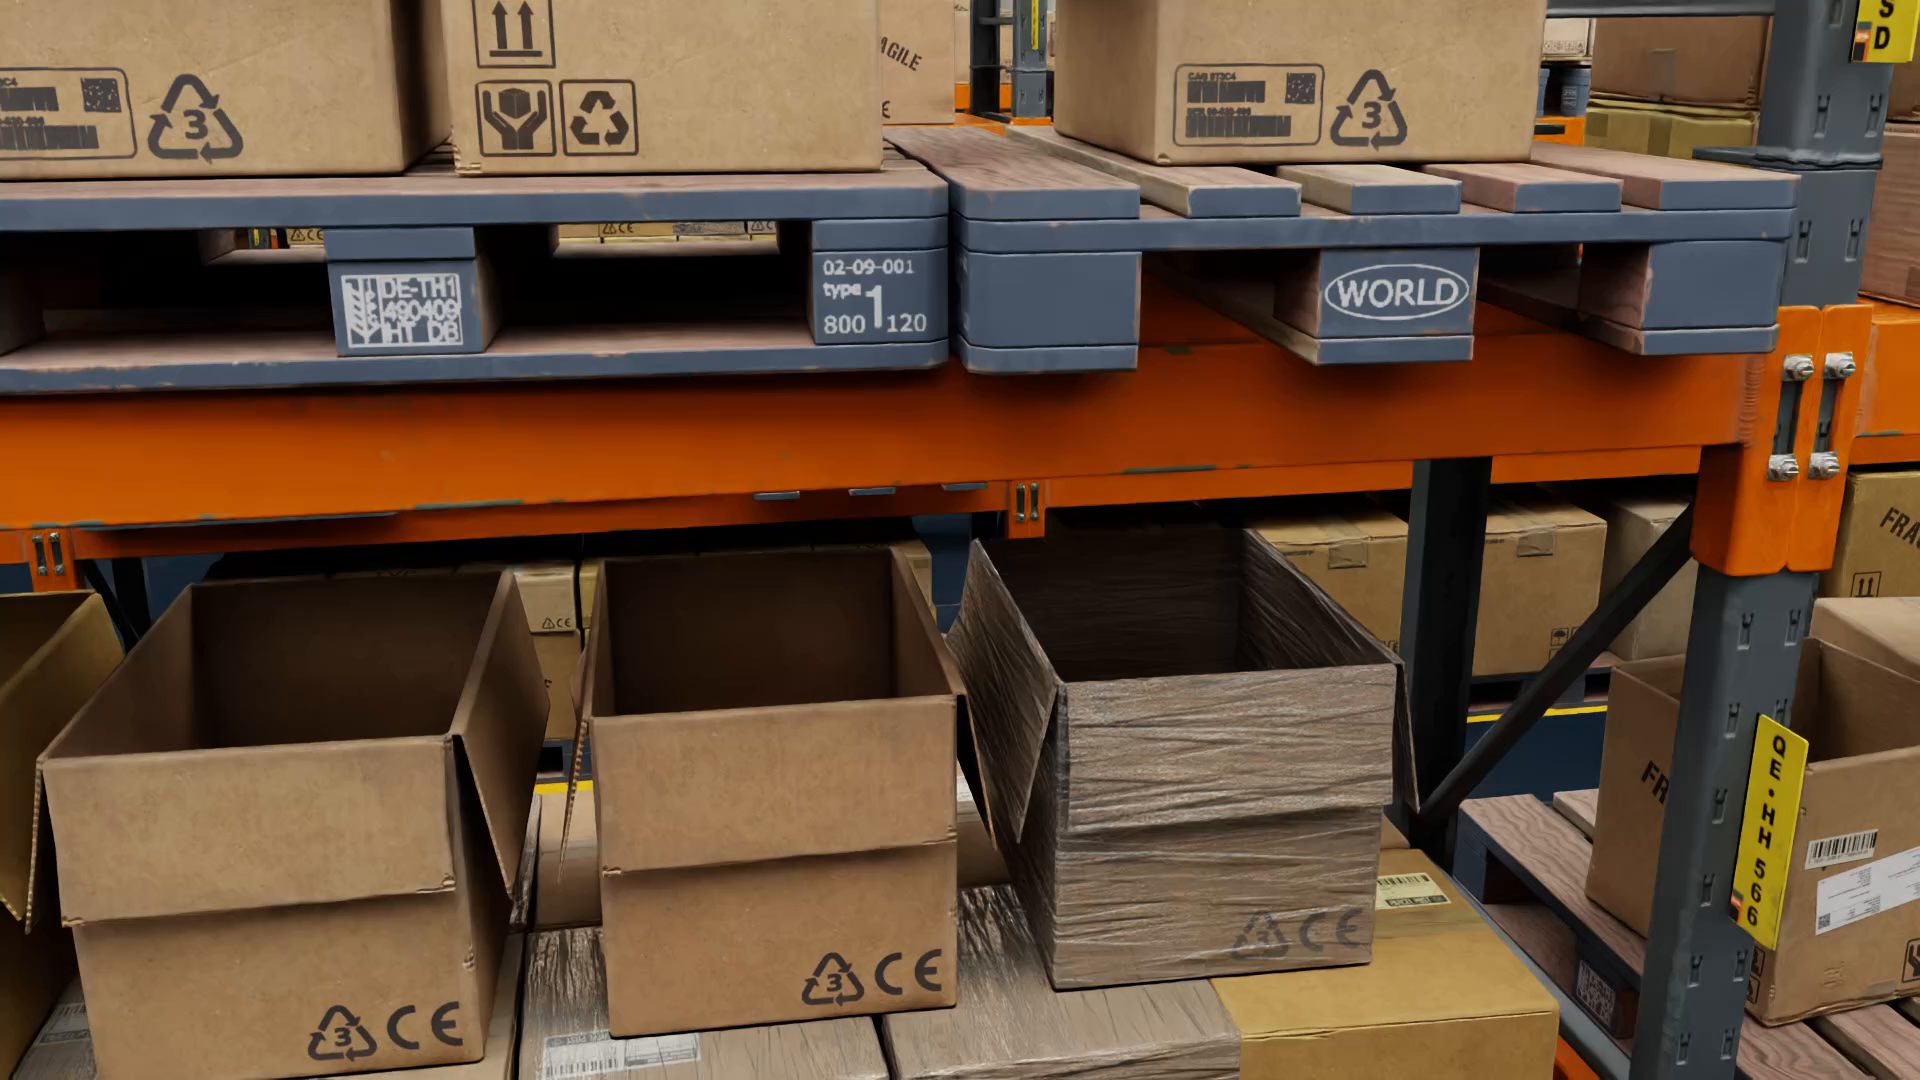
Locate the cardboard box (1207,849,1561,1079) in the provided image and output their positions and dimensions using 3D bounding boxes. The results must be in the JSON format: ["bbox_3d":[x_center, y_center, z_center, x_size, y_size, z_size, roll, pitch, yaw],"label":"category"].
[{"bbox_3d":[0.605,0.862,2.725,0.500,0.500,0.500,-3,17,-9],"label":"cardboard box"}]

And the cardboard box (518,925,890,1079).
[{"bbox_3d":[-0.395,0.918,2.543,0.500,0.500,0.500,-4,17,-12],"label":"cardboard box"}]

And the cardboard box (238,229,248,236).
[{"bbox_3d":[-5.278,-2.392,11.617,0.500,0.500,0.500,-3,17,-10],"label":"cardboard box"}]

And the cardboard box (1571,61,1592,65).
[{"bbox_3d":[4.725,-3.575,12.662,0.250,0.149,0.380,-4,17,-12],"label":"cardboard box"}]

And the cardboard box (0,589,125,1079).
[{"bbox_3d":[-1.583,0.434,2.411,0.637,0.503,0.797,-3,17,-10],"label":"cardboard box"}]

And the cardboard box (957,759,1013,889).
[{"bbox_3d":[0.008,0.742,3.118,0.500,0.500,0.500,-4,17,-12],"label":"cardboard box"}]

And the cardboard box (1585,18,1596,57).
[{"bbox_3d":[2.958,-2.325,7.535,0.500,0.250,0.500,-3,17,-11],"label":"cardboard box"}]

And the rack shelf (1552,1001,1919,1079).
[{"bbox_3d":[3.006,1.044,3.530,4.000,0.370,1.077,-3,17,-10],"label":"rack shelf"}]

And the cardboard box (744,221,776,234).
[{"bbox_3d":[-1.295,-2.467,11.862,0.500,0.500,0.500,-4,17,-12],"label":"cardboard box"}]

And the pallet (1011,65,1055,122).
[{"bbox_3d":[0.823,-2.019,7.489,1.003,0.211,1.213,-2,17,-8],"label":"pallet"}]

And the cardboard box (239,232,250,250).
[{"bbox_3d":[-5.275,-1.920,11.783,0.500,0.500,0.500,-3,17,-9],"label":"cardboard box"}]

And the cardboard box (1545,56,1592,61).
[{"bbox_3d":[4.573,-3.774,12.630,0.500,0.250,0.500,-3,17,-10],"label":"cardboard box"}]

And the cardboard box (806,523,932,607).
[{"bbox_3d":[-0.421,0.125,7.560,0.500,0.250,0.500,-4,17,-12],"label":"cardboard box"}]

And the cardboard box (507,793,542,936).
[{"bbox_3d":[-0.986,0.798,2.933,0.500,0.500,0.500,-3,17,-10],"label":"cardboard box"}]

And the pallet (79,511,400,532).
[{"bbox_3d":[-2.949,-0.310,7.040,1.213,0.211,1.003,-3,17,-10],"label":"pallet"}]

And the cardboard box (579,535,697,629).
[{"bbox_3d":[-1.417,0.180,7.381,0.500,0.250,0.500,-3,17,-9],"label":"cardboard box"}]

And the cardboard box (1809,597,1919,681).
[{"bbox_3d":[2.094,0.461,3.316,0.500,0.500,0.700,-1,17,-2],"label":"cardboard box"}]

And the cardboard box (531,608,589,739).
[{"bbox_3d":[-1.920,0.565,7.405,0.500,0.500,0.500,-3,17,-9],"label":"cardboard box"}]

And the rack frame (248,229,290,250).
[{"bbox_3d":[-4.765,-1.823,11.637,0.127,3.000,1.000,-3,17,-10],"label":"rack frame"}]

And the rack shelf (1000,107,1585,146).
[{"bbox_3d":[2.165,-1.826,7.763,4.000,0.370,1.077,-3,17,-10],"label":"rack shelf"}]

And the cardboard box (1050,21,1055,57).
[{"bbox_3d":[0.559,-2.159,7.166,0.250,0.149,0.380,-4,18,-13],"label":"cardboard box"}]

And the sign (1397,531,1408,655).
[{"bbox_3d":[0.930,0.140,3.411,0.005,0.325,0.100,-3,17,-10],"label":"sign"}]

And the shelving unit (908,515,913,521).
[{"bbox_3d":[0.007,-0.717,10.593,0.755,1.500,0.431,-3,17,-10],"label":"shelving unit"}]

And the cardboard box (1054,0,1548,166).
[{"bbox_3d":[0.457,-0.818,2.366,0.637,0.503,0.797,-2,17,-7],"label":"cardboard box"}]

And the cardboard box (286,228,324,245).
[{"bbox_3d":[-4.278,-2.290,11.286,0.500,0.500,0.500,-3,17,-10],"label":"cardboard box"}]

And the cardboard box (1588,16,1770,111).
[{"bbox_3d":[1.464,-1.008,2.854,0.500,0.500,0.500,-3,17,-9],"label":"cardboard box"}]

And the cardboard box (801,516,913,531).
[{"bbox_3d":[-0.522,-0.020,8.032,0.500,0.250,0.500,-4,18,-13],"label":"cardboard box"}]

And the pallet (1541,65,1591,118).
[{"bbox_3d":[3.237,-2.124,7.836,1.217,0.209,0.805,-4,18,-13],"label":"pallet"}]

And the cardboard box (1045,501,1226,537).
[{"bbox_3d":[0.816,0.243,8.030,0.750,0.750,1.050,-3,17,-11],"label":"cardboard box"}]

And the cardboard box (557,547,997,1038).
[{"bbox_3d":[-0.319,0.356,2.666,0.637,0.503,0.797,-3,17,-9],"label":"cardboard box"}]

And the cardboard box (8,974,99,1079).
[{"bbox_3d":[-1.401,0.977,2.352,0.500,0.500,0.500,-4,17,-12],"label":"cardboard box"}]

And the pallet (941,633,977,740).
[{"bbox_3d":[-0.567,0.752,8.004,1.213,0.211,1.003,-3,17,-10],"label":"pallet"}]

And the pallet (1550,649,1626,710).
[{"bbox_3d":[3.385,0.551,8.659,1.213,0.211,1.003,-3,17,-10],"label":"pallet"}]

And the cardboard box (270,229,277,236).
[{"bbox_3d":[-6.477,-3.001,15.900,0.250,0.149,0.380,-3,17,-9],"label":"cardboard box"}]

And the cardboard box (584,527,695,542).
[{"bbox_3d":[-1.508,0.032,7.863,0.500,0.250,0.500,-3,17,-10],"label":"cardboard box"}]

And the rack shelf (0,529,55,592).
[{"bbox_3d":[-5.690,0.054,6.753,4.000,0.370,1.077,-3,17,-10],"label":"rack shelf"}]

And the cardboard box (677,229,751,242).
[{"bbox_3d":[-1.767,-2.083,11.888,0.500,0.250,0.500,-4,17,-12],"label":"cardboard box"}]

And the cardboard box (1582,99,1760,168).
[{"bbox_3d":[1.463,-0.648,2.959,0.500,0.250,0.500,-3,17,-10],"label":"cardboard box"}]

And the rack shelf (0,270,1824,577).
[{"bbox_3d":[-0.921,-0.167,2.364,4.000,0.370,1.077,-3,17,-10],"label":"rack shelf"}]

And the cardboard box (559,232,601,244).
[{"bbox_3d":[-2.776,-2.020,11.682,0.500,0.250,0.500,-4,17,-12],"label":"cardboard box"}]

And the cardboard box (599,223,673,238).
[{"bbox_3d":[-2.287,-2.410,11.677,0.500,0.500,0.500,-3,17,-10],"label":"cardboard box"}]

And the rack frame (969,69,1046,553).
[{"bbox_3d":[0.201,-0.624,7.735,0.127,3.000,1.000,-3,17,-10],"label":"rack frame"}]

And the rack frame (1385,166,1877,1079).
[{"bbox_3d":[1.043,0.811,3.061,0.127,3.000,1.000,-3,17,-10],"label":"rack frame"}]

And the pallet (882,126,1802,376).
[{"bbox_3d":[0.420,-0.481,2.482,1.003,0.211,1.213,-2,17,-8],"label":"pallet"}]

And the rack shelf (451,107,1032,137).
[{"bbox_3d":[-1.763,-1.603,7.038,4.000,0.370,1.077,-3,17,-10],"label":"rack shelf"}]

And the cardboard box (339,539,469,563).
[{"bbox_3d":[-2.536,0.095,7.658,0.500,0.250,0.500,-2,17,-8],"label":"cardboard box"}]

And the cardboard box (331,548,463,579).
[{"bbox_3d":[-2.429,0.239,7.190,0.500,0.250,0.500,-3,17,-9],"label":"cardboard box"}]

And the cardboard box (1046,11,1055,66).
[{"bbox_3d":[0.655,-3.622,12.210,0.637,0.503,0.797,-3,17,-10],"label":"cardboard box"}]

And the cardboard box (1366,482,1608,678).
[{"bbox_3d":[2.588,0.141,8.361,0.750,0.750,1.050,-3,17,-10],"label":"cardboard box"}]

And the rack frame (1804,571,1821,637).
[{"bbox_3d":[4.128,-0.847,8.460,0.127,3.000,1.000,-3,17,-10],"label":"rack frame"}]

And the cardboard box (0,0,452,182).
[{"bbox_3d":[-0.959,-0.753,2.154,0.637,0.503,0.797,-3,17,-11],"label":"cardboard box"}]

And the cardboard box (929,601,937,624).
[{"bbox_3d":[-0.396,0.482,7.676,0.500,0.500,0.500,-3,17,-11],"label":"cardboard box"}]

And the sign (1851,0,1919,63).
[{"bbox_3d":[1.140,-0.747,2.011,0.005,0.325,0.100,-3,17,-10],"label":"sign"}]

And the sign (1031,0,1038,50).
[{"bbox_3d":[0.302,-2.149,6.709,0.005,0.325,0.100,-3,17,-10],"label":"sign"}]
